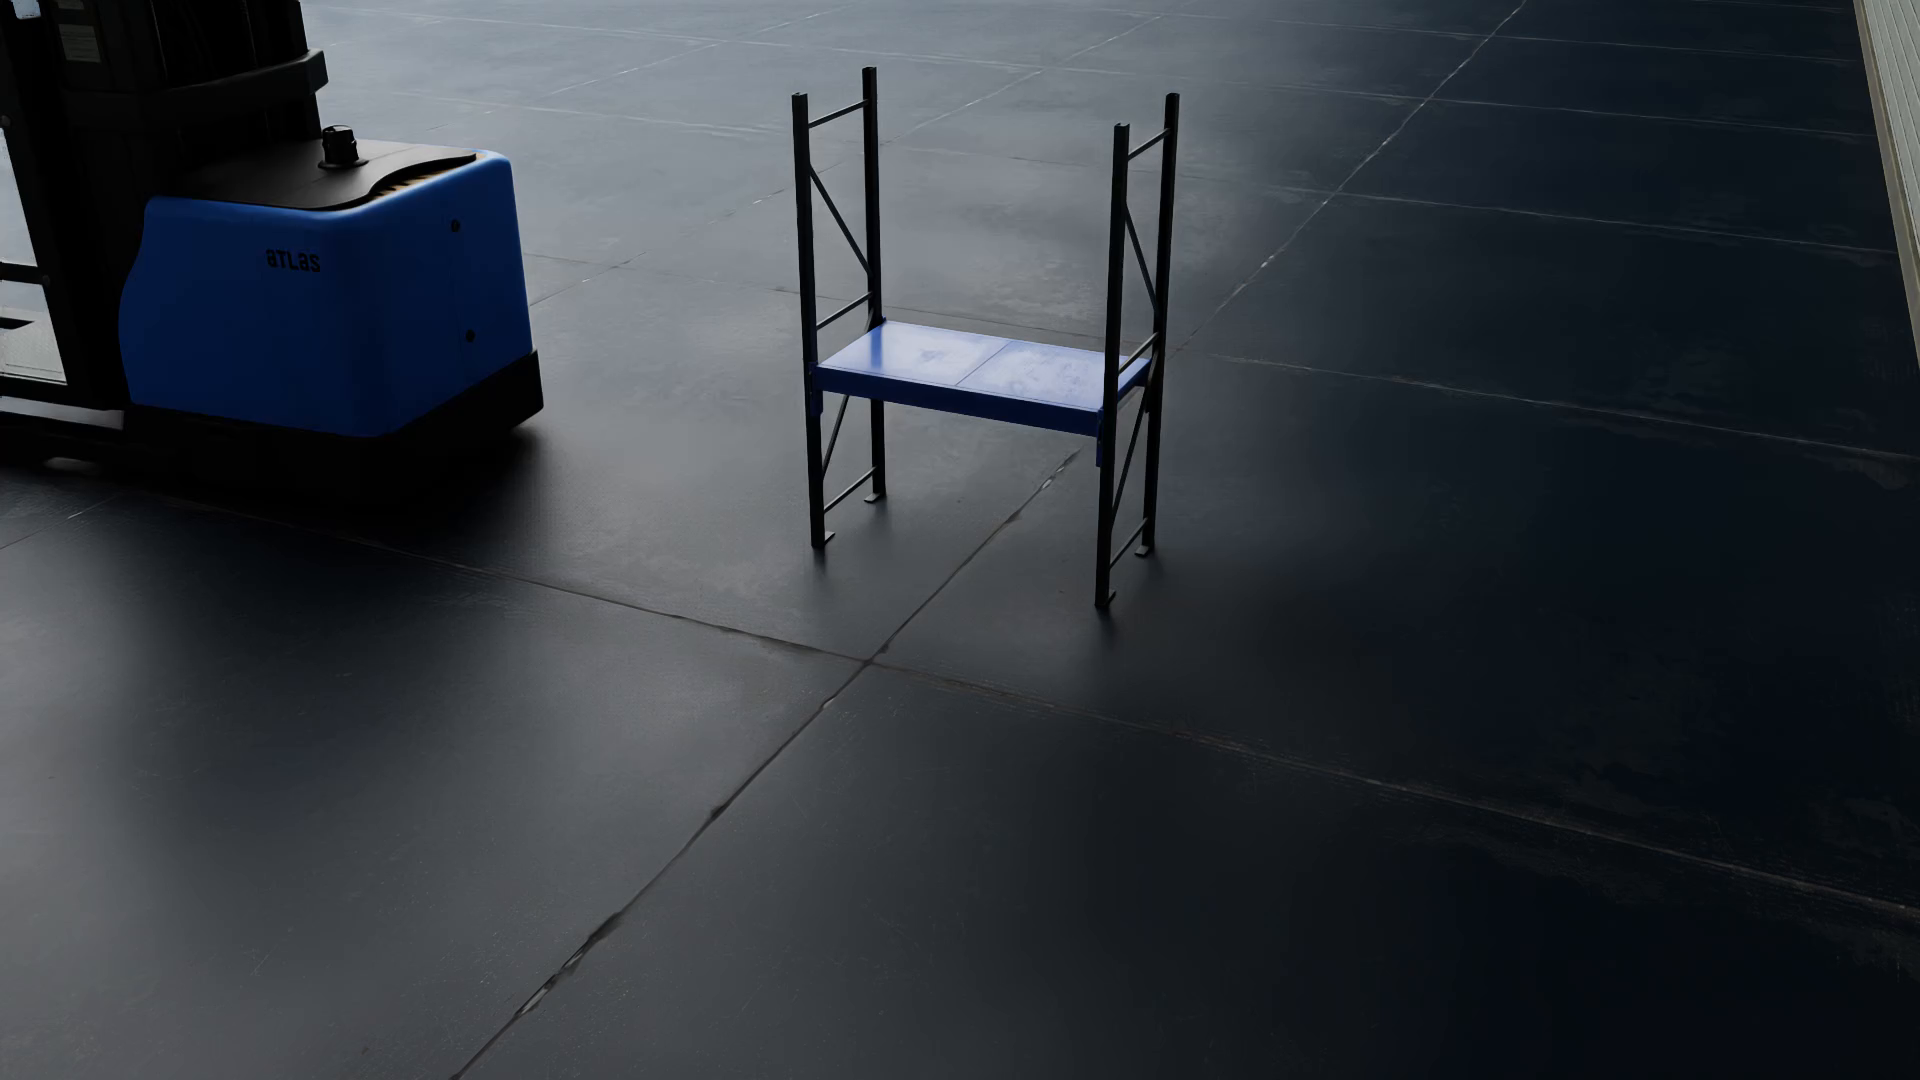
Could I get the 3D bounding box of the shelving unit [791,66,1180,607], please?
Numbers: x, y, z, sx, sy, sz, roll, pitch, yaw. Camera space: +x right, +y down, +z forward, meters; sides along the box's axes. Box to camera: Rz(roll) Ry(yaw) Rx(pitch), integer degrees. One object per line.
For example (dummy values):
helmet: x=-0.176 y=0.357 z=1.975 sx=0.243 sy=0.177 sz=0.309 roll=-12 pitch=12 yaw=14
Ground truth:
shelving unit: x=0.078 y=-0.657 z=5.289 sx=1.048 sy=1.500 sz=0.538 roll=11 pitch=28 yaw=22

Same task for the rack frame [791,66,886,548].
rack frame: x=-0.385 y=-0.750 z=5.477 sx=0.032 sy=1.500 sz=0.500 roll=11 pitch=28 yaw=22

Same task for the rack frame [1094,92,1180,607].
rack frame: x=0.540 y=-0.564 z=5.100 sx=0.032 sy=1.500 sz=0.500 roll=11 pitch=28 yaw=22

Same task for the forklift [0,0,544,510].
forklift: x=-3.213 y=-1.802 z=5.993 sx=3.031 sy=2.935 sz=1.130 roll=9 pitch=28 yaw=17

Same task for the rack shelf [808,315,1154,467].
rack shelf: x=0.078 y=-0.496 z=5.368 sx=1.000 sy=0.185 sz=0.538 roll=11 pitch=28 yaw=22
